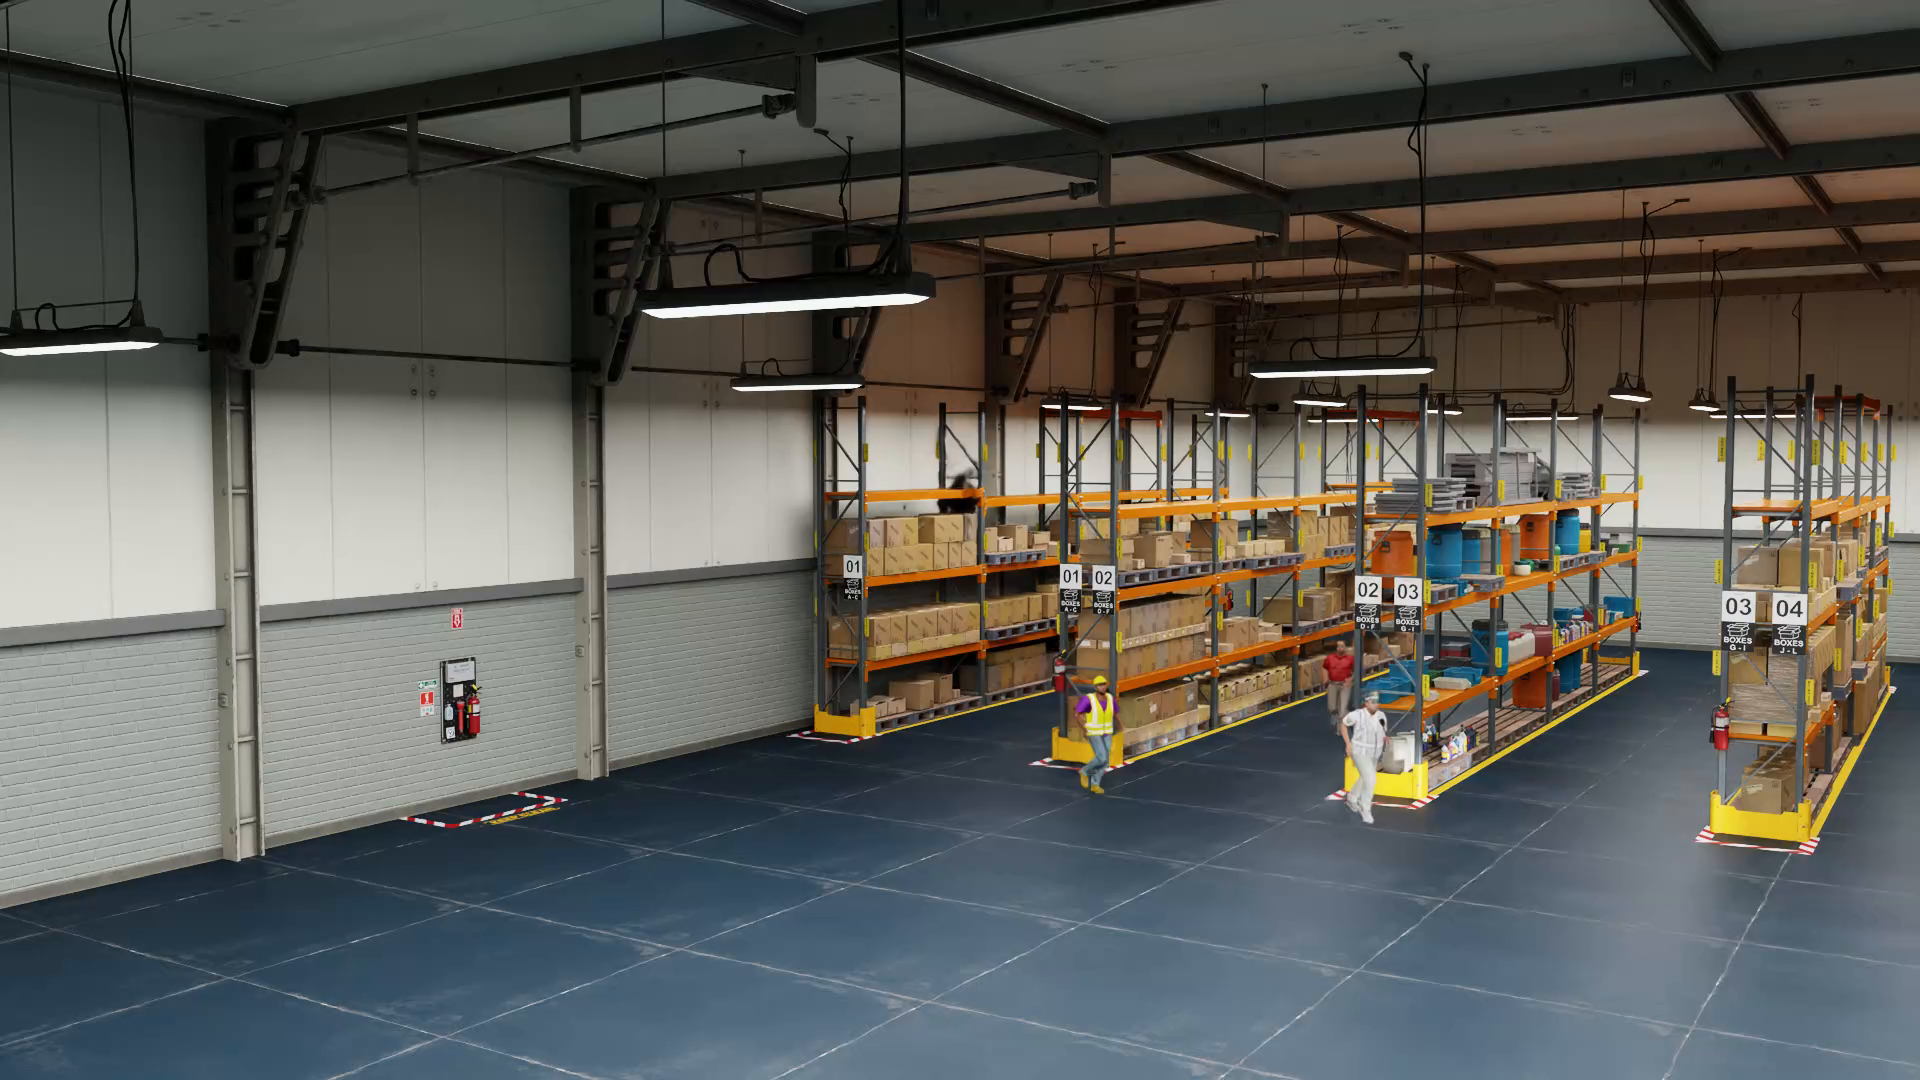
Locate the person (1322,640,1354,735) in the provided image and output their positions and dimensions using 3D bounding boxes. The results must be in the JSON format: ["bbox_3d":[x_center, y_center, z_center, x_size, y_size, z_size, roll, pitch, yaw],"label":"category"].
[{"bbox_3d":[6.739,2.615,29.501,0.664,1.672,0.601,1,3,19],"label":"person"}]

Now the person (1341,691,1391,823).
[{"bbox_3d":[5.566,2.949,22.746,0.570,1.817,0.878,-2,3,-28],"label":"person"}]

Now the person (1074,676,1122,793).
[{"bbox_3d":[2.078,2.855,24.428,0.682,1.730,0.599,-2,3,-28],"label":"person"}]
